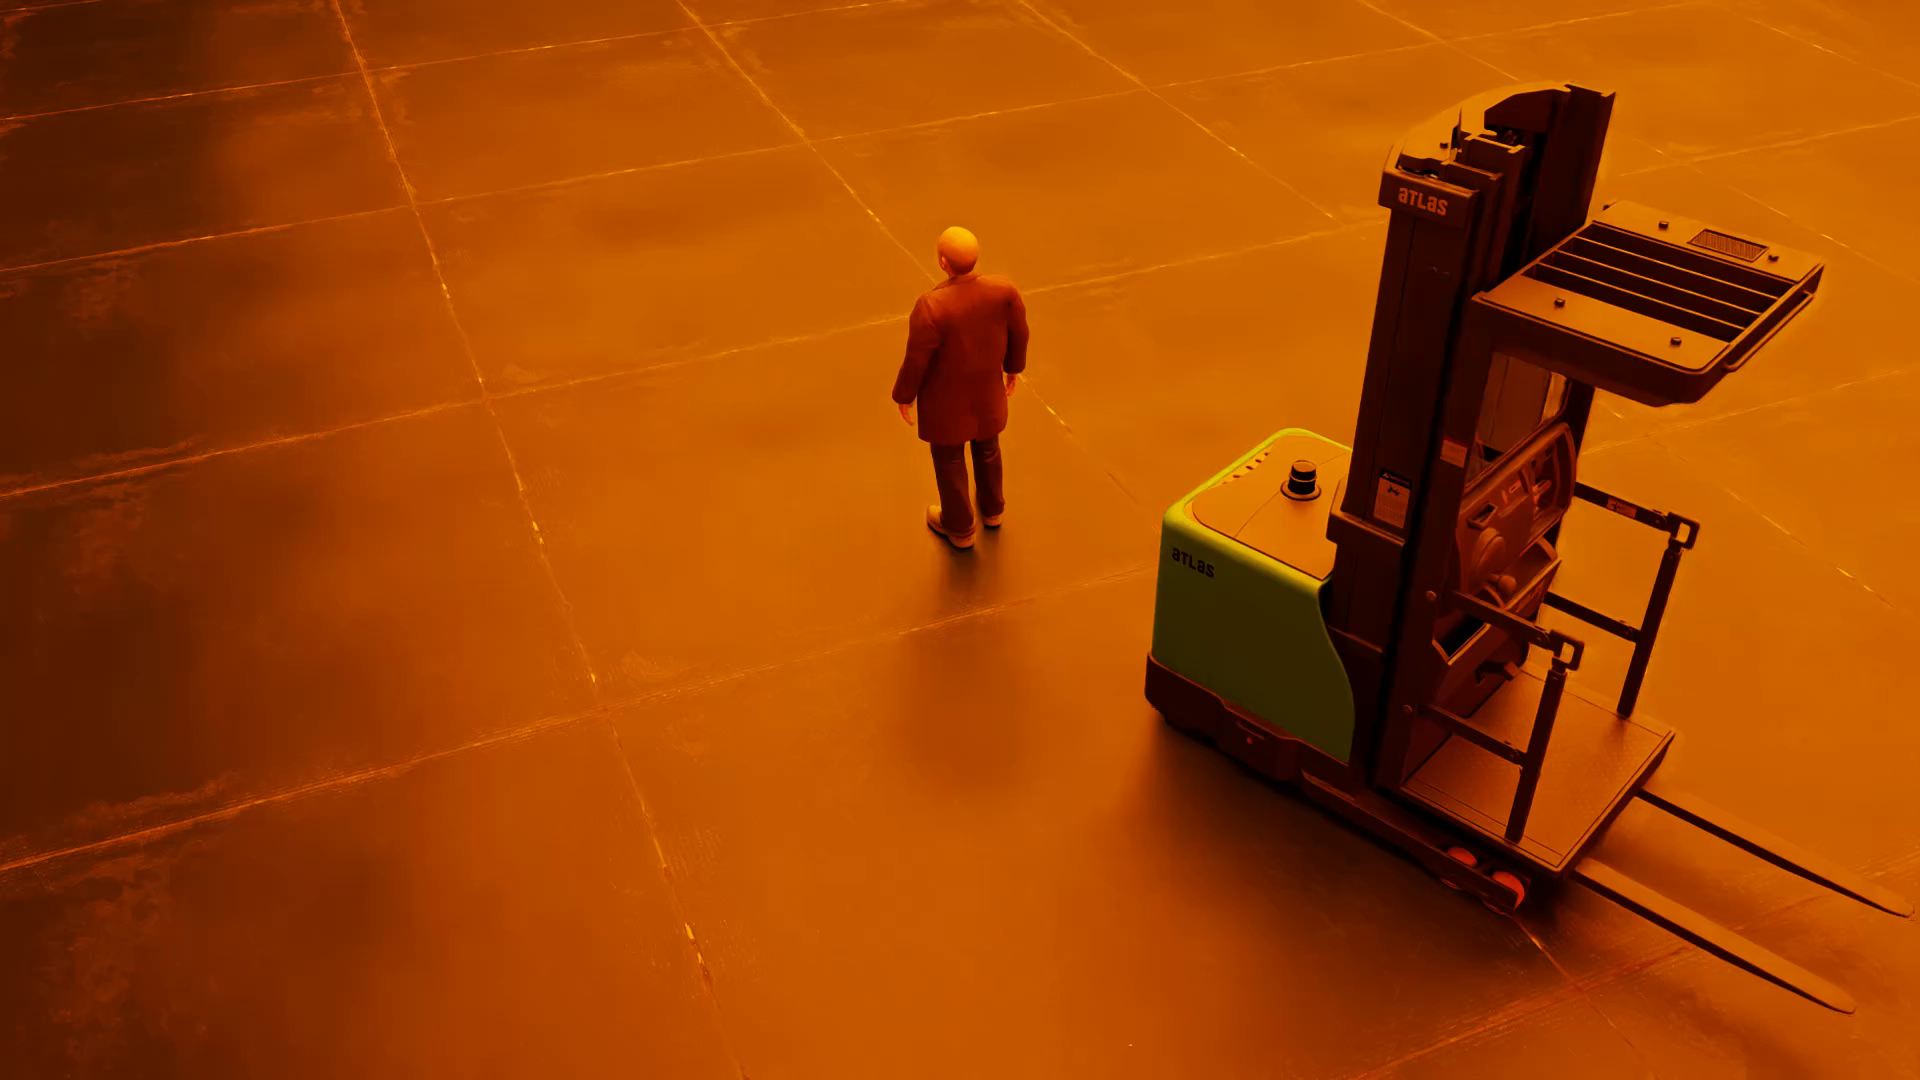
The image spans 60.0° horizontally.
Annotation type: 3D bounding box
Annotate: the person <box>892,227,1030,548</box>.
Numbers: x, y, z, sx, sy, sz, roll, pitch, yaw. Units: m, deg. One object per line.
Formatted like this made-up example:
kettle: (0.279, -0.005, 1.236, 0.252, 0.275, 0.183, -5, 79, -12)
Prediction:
person: (-0.031, -0.775, 8.181, 0.694, 1.763, 0.582, -14, 38, -19)

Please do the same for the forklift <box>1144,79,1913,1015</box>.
forklift: (2.262, -0.068, 6.195, 3.031, 2.935, 1.130, 28, 44, 33)
